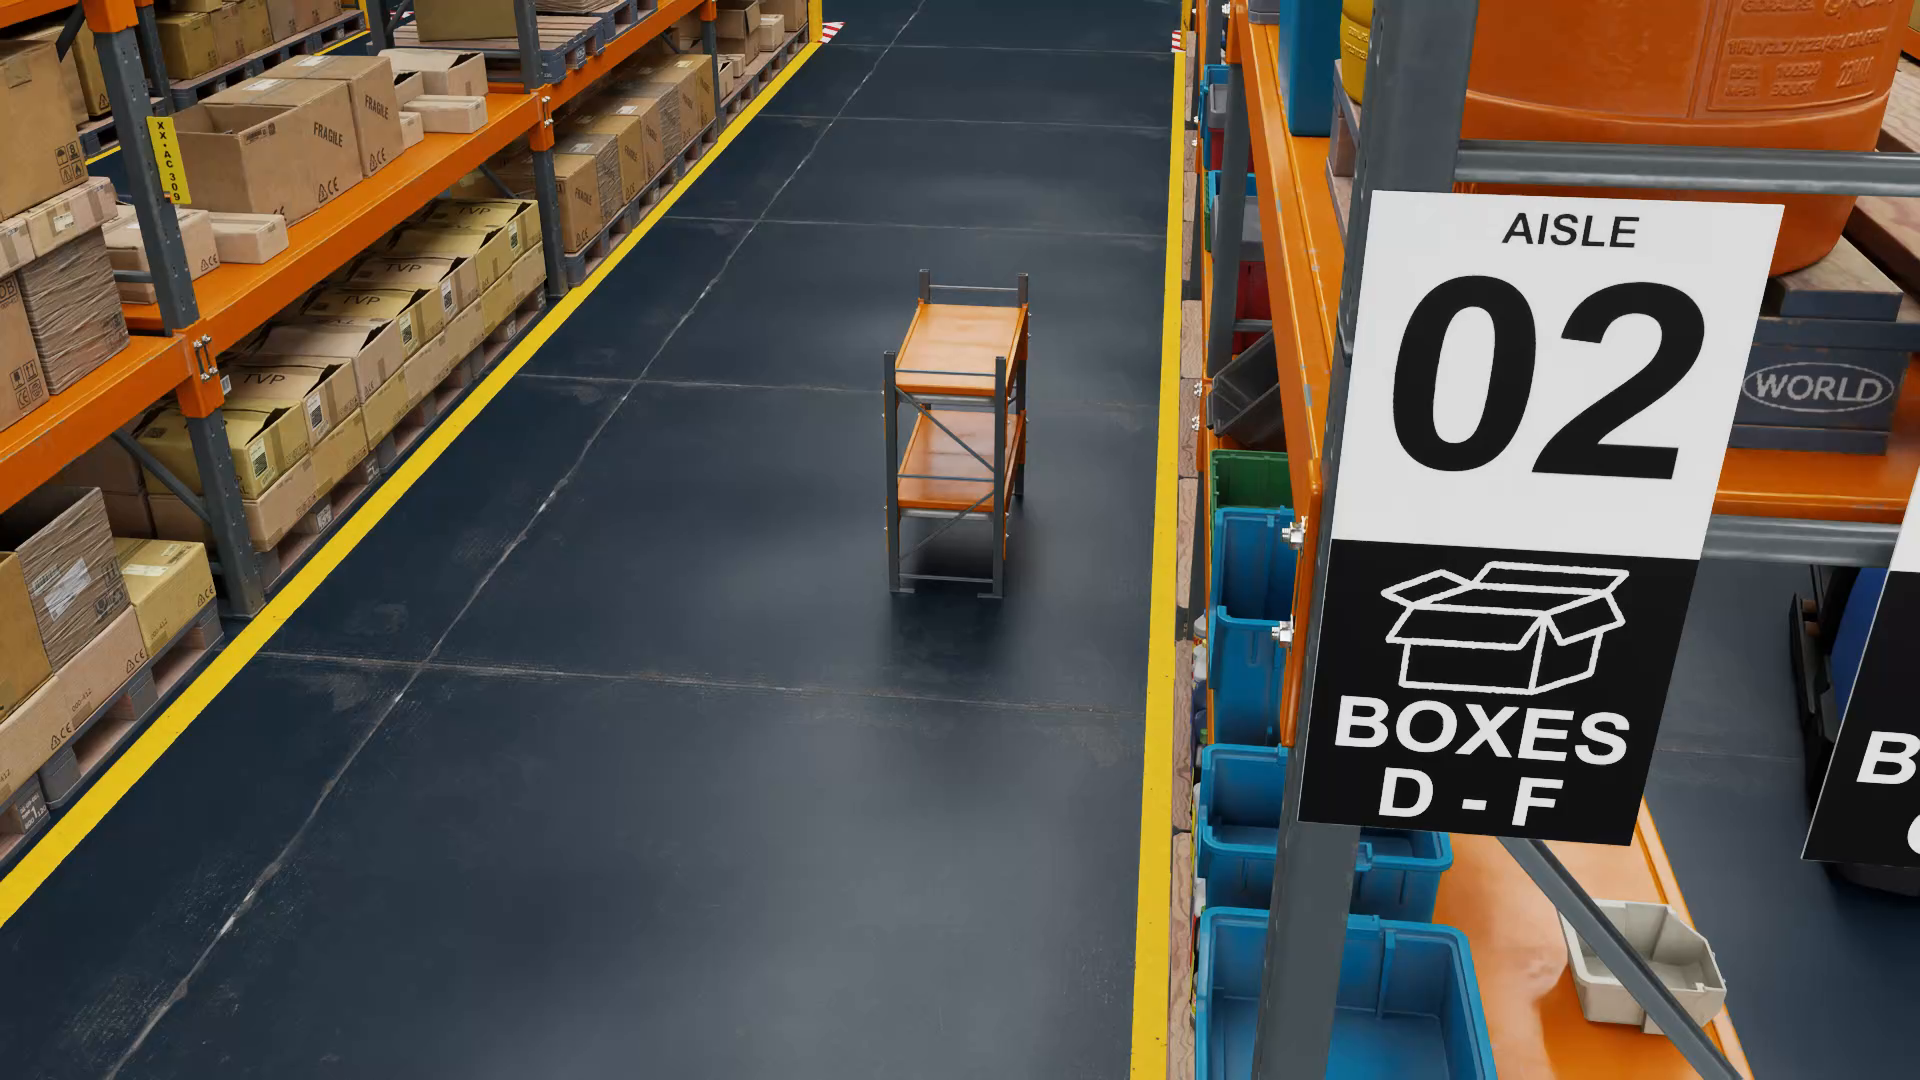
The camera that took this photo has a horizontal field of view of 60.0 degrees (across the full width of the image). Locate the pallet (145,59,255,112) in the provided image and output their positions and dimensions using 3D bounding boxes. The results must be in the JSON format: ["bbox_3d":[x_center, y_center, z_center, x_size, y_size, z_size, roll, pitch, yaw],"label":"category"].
[{"bbox_3d":[-7.279,-4.213,15.348,1.003,0.211,1.213,3,28,6],"label":"pallet"}]

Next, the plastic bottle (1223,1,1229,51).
[{"bbox_3d":[1.720,-3.433,11.012,0.144,0.351,0.185,3,28,6],"label":"plastic bottle"}]

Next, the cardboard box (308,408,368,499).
[{"bbox_3d":[-3.154,-0.426,7.835,0.500,0.250,0.500,4,29,7],"label":"cardboard box"}]

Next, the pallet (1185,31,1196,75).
[{"bbox_3d":[2.733,-4.781,16.402,1.003,0.211,1.213,3,28,6],"label":"pallet"}]

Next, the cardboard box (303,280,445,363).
[{"bbox_3d":[-3.028,-1.161,8.607,0.500,0.311,0.500,4,29,8],"label":"cardboard box"}]

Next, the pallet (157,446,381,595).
[{"bbox_3d":[-3.462,-0.157,7.819,1.003,0.211,1.213,3,28,6],"label":"pallet"}]

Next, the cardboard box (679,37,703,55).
[{"bbox_3d":[-2.653,-4.449,15.217,0.500,0.311,0.500,3,28,6],"label":"cardboard box"}]

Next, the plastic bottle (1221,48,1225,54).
[{"bbox_3d":[1.591,-2.965,10.300,0.097,0.201,0.097,0,28,0],"label":"plastic bottle"}]

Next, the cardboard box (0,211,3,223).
[{"bbox_3d":[-3.622,-1.204,5.349,0.700,0.500,0.500,3,28,6],"label":"cardboard box"}]

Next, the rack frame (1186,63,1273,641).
[{"bbox_3d":[1.402,-0.746,5.973,1.000,3.000,0.127,3,28,6],"label":"rack frame"}]

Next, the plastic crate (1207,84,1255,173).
[{"bbox_3d":[1.391,-1.914,8.073,0.402,0.464,0.583,3,28,6],"label":"plastic crate"}]

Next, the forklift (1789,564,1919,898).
[{"bbox_3d":[3.920,-0.685,5.930,1.130,2.935,3.031,10,30,18],"label":"forklift"}]

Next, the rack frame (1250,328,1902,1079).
[{"bbox_3d":[0.912,1.137,2.478,1.000,3.000,0.127,3,28,6],"label":"rack frame"}]

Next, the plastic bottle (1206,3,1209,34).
[{"bbox_3d":[1.753,-3.616,11.435,0.097,0.271,0.097,0,28,0],"label":"plastic bottle"}]

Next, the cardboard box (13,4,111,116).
[{"bbox_3d":[-7.400,-4.013,13.859,0.750,0.750,0.750,4,29,7],"label":"cardboard box"}]

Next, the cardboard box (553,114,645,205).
[{"bbox_3d":[-2.559,-2.692,11.756,0.500,0.500,0.500,3,28,6],"label":"cardboard box"}]

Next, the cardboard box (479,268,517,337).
[{"bbox_3d":[-2.905,-1.388,9.621,0.500,0.250,0.500,3,28,6],"label":"cardboard box"}]

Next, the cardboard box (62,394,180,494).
[{"bbox_3d":[-3.748,-0.464,7.314,0.500,0.311,0.500,3,28,6],"label":"cardboard box"}]

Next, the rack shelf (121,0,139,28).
[{"bbox_3d":[-3.268,-2.981,7.717,1.077,0.370,4.000,3,28,6],"label":"rack shelf"}]

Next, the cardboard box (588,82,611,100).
[{"bbox_3d":[-2.957,-3.195,12.689,0.500,0.500,0.500,4,29,7],"label":"cardboard box"}]

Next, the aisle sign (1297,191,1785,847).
[{"bbox_3d":[0.609,0.009,1.830,0.394,0.787,0.004,3,28,6],"label":"aisle sign"}]

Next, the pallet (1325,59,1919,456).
[{"bbox_3d":[1.111,-0.485,2.523,1.003,0.211,1.213,3,28,6],"label":"pallet"}]

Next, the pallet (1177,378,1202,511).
[{"bbox_3d":[1.607,-0.466,8.393,1.003,0.211,1.213,3,28,6],"label":"pallet"}]

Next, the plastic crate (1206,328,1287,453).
[{"bbox_3d":[1.212,-0.480,5.544,0.767,0.338,0.504,3,28,6],"label":"plastic crate"}]

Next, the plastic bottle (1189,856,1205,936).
[{"bbox_3d":[0.777,1.070,5.010,0.152,0.276,0.135,3,28,5],"label":"plastic bottle"}]

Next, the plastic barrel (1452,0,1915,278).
[{"bbox_3d":[0.846,-0.794,2.003,0.600,0.830,0.708,3,28,6],"label":"plastic barrel"}]

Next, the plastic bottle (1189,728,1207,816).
[{"bbox_3d":[0.807,0.776,5.547,0.061,0.283,0.133,5,29,8],"label":"plastic bottle"}]

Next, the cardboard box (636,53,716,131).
[{"bbox_3d":[-2.309,-3.646,13.526,0.500,0.500,0.500,3,28,6],"label":"cardboard box"}]

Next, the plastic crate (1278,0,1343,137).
[{"bbox_3d":[0.847,-1.092,3.469,0.392,0.384,0.575,3,28,6],"label":"plastic crate"}]

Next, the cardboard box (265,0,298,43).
[{"bbox_3d":[-7.068,-5.247,16.520,0.700,0.500,0.500,2,28,5],"label":"cardboard box"}]

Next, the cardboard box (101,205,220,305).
[{"bbox_3d":[-3.496,-1.204,6.981,0.500,0.250,0.500,5,29,9],"label":"cardboard box"}]

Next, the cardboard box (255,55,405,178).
[{"bbox_3d":[-3.212,-2.172,8.514,0.500,0.500,0.500,2,28,3],"label":"cardboard box"}]

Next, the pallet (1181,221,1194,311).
[{"bbox_3d":[1.948,-1.775,10.822,1.003,0.211,1.213,3,28,6],"label":"pallet"}]

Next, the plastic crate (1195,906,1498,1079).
[{"bbox_3d":[0.677,0.949,2.983,0.499,0.251,0.616,3,28,6],"label":"plastic crate"}]

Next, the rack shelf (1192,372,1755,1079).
[{"bbox_3d":[1.157,0.512,4.396,1.077,0.370,4.000,3,28,6],"label":"rack shelf"}]

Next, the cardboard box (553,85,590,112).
[{"bbox_3d":[-3.017,-3.305,12.102,0.500,0.250,0.500,3,28,5],"label":"cardboard box"}]

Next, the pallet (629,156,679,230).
[{"bbox_3d":[-2.742,-2.613,12.378,1.003,0.211,1.213,3,28,6],"label":"pallet"}]

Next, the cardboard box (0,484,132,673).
[{"bbox_3d":[-3.426,0.125,6.020,0.500,0.500,0.500,3,28,6],"label":"cardboard box"}]

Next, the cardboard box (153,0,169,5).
[{"bbox_3d":[-7.377,-5.119,15.599,0.380,0.149,0.250,2,28,5],"label":"cardboard box"}]

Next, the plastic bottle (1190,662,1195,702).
[{"bbox_3d":[0.903,0.512,6.123,0.097,0.201,0.097,0,28,0],"label":"plastic bottle"}]

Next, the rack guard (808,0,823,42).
[{"bbox_3d":[-2.052,-5.548,17.521,1.175,0.500,0.348,3,28,6],"label":"rack guard"}]

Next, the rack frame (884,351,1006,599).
[{"bbox_3d":[-0.061,-0.259,7.045,0.500,1.125,0.032,3,28,6],"label":"rack frame"}]

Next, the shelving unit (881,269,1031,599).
[{"bbox_3d":[0.001,-0.498,7.489,0.538,1.125,1.048,3,28,6],"label":"shelving unit"}]

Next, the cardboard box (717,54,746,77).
[{"bbox_3d":[-2.171,-4.341,15.168,0.380,0.166,0.250,3,28,6],"label":"cardboard box"}]

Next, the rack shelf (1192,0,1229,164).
[{"bbox_3d":[2.138,-3.254,11.386,1.077,0.370,4.000,3,28,6],"label":"rack shelf"}]

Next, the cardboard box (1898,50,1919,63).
[{"bbox_3d":[7.240,-3.171,12.271,1.225,0.875,0.875,3,29,6],"label":"cardboard box"}]

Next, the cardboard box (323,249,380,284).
[{"bbox_3d":[-3.499,-1.423,9.093,0.500,0.311,0.500,3,28,5],"label":"cardboard box"}]

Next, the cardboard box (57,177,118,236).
[{"bbox_3d":[-3.334,-1.225,6.072,0.380,0.149,0.250,3,28,6],"label":"cardboard box"}]

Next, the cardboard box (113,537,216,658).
[{"bbox_3d":[-3.353,0.221,6.634,0.500,0.250,0.500,3,28,6],"label":"cardboard box"}]

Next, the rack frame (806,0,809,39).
[{"bbox_3d":[-2.043,-6.684,16.995,1.000,3.000,0.127,3,28,6],"label":"rack frame"}]
